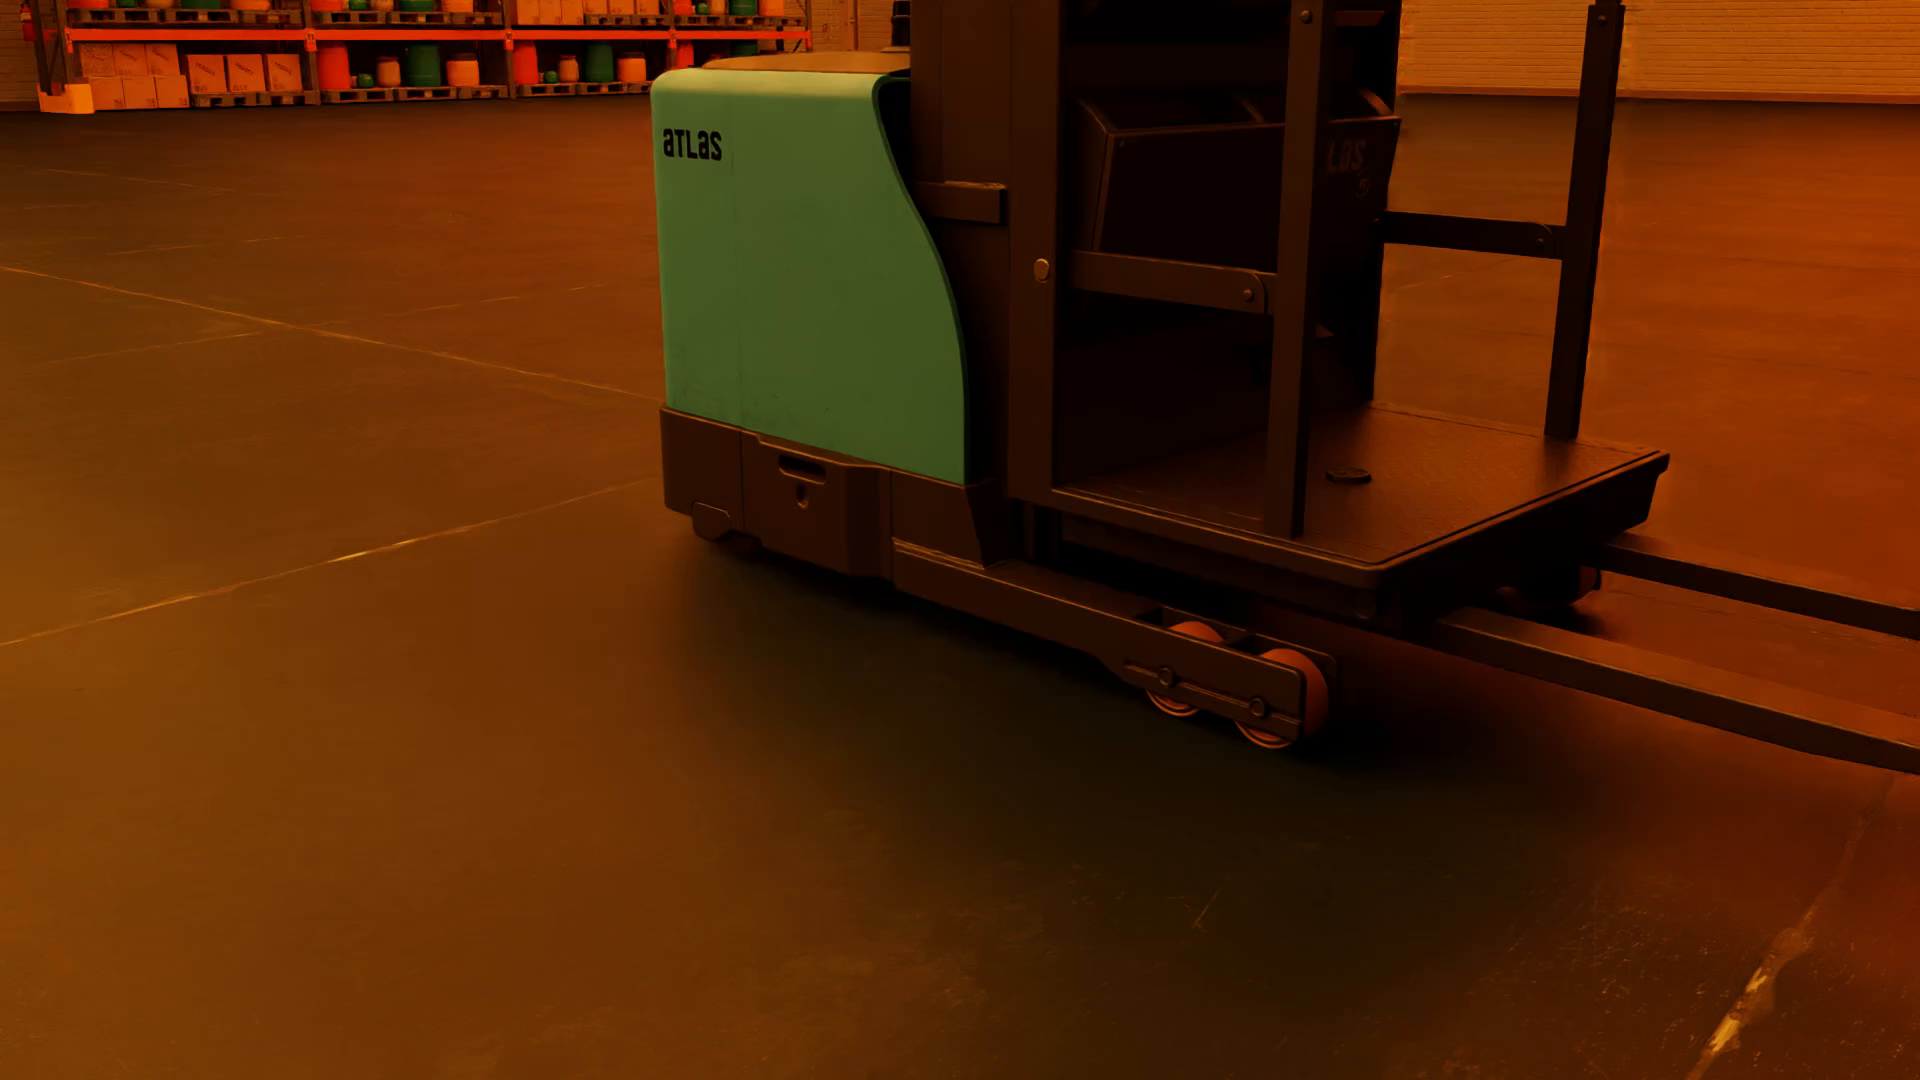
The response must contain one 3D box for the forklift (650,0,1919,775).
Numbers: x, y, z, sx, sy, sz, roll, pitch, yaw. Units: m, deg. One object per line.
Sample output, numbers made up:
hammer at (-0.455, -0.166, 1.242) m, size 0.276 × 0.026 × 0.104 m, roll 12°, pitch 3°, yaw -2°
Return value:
forklift at (0.690, -1.221, 2.920) m, size 3.031 × 2.935 × 1.130 m, roll 16°, pitch 23°, yaw 43°
